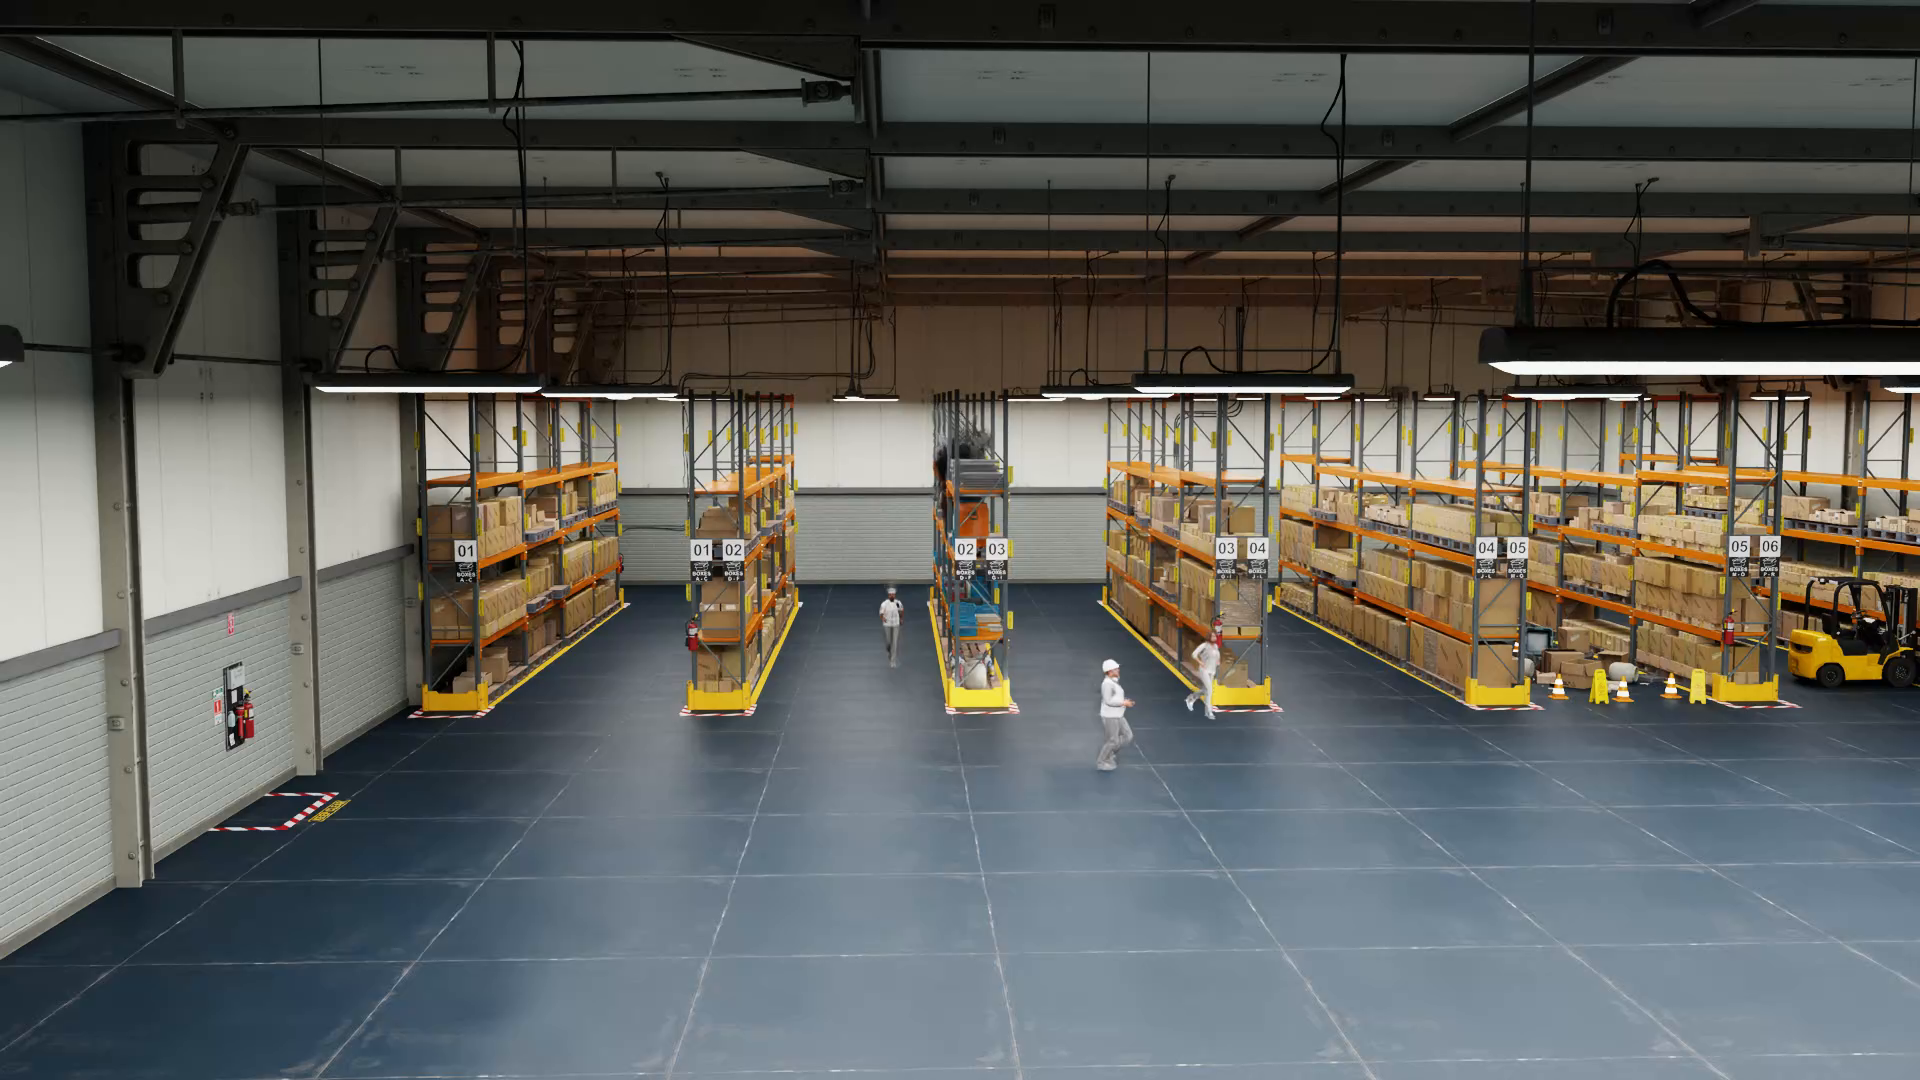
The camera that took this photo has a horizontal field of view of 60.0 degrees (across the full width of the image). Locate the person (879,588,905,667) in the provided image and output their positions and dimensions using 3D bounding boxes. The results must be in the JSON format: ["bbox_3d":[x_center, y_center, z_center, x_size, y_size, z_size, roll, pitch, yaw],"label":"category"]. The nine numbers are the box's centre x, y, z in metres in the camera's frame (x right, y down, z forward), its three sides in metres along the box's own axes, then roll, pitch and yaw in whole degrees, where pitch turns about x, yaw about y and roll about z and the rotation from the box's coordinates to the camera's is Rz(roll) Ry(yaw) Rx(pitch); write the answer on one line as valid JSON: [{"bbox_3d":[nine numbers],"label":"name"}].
[{"bbox_3d":[-1.475,1.874,36.103,0.579,1.687,0.851,0,5,-6],"label":"person"}]

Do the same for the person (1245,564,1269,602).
[{"bbox_3d":[7.946,1.215,44.717,0.711,1.741,0.571,1,5,7],"label":"person"}]

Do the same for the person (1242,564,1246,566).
[{"bbox_3d":[7.898,1.026,46.935,0.737,1.726,0.928,2,5,23],"label":"person"}]

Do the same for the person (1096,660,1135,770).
[{"bbox_3d":[2.444,2.730,25.941,0.636,1.737,0.638,2,5,18],"label":"person"}]

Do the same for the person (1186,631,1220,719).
[{"bbox_3d":[4.542,2.457,30.653,0.576,1.584,0.792,-3,6,-36],"label":"person"}]
